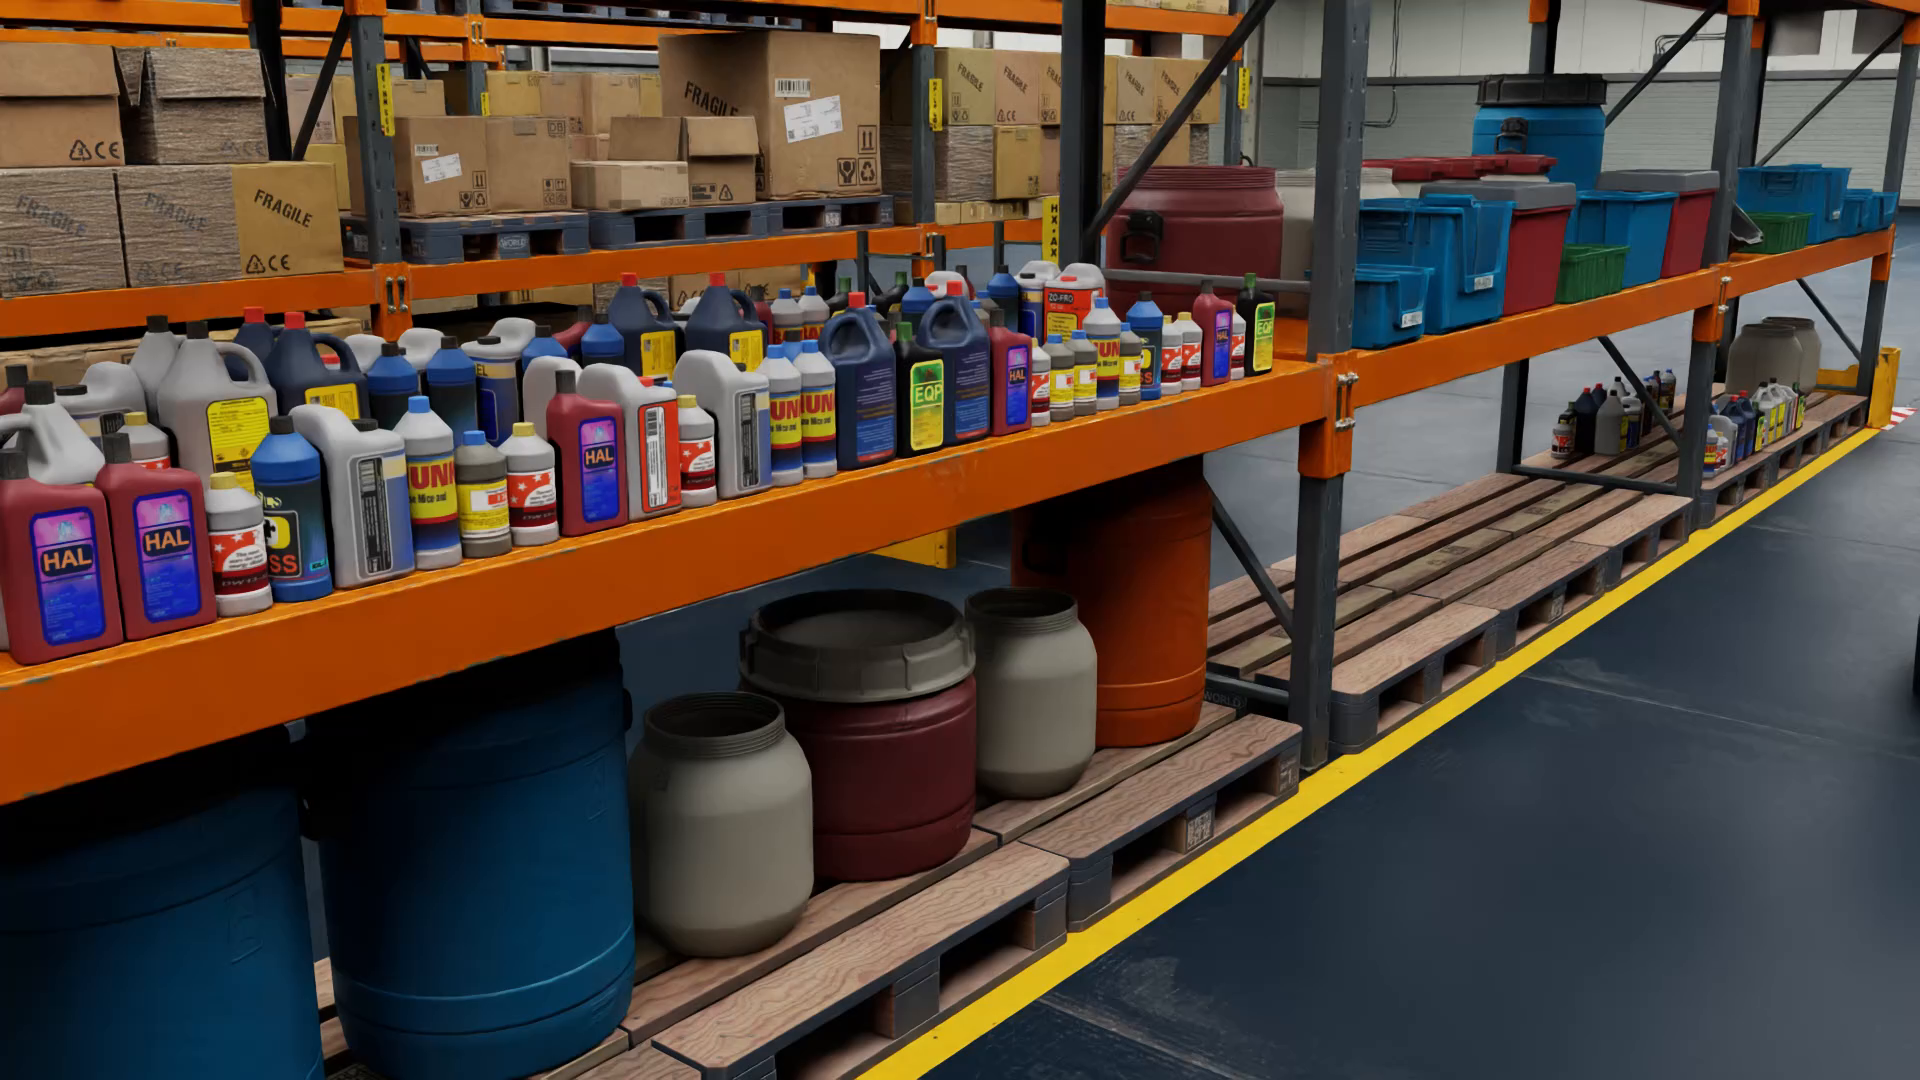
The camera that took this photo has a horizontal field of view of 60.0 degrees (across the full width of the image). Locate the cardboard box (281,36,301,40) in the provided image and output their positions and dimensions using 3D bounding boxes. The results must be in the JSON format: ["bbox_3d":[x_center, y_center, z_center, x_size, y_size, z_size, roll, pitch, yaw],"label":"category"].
[{"bbox_3d":[-7.270,-5.422,17.791,0.380,0.149,0.250,11,18,36],"label":"cardboard box"}]

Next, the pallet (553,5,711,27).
[{"bbox_3d":[-3.097,-4.923,15.496,1.003,0.211,1.213,11,18,38],"label":"pallet"}]

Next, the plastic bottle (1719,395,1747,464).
[{"bbox_3d":[4.091,-0.590,8.841,0.144,0.351,0.185,12,18,39],"label":"plastic bottle"}]

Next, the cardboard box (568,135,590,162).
[{"bbox_3d":[-3.836,-3.378,15.024,0.875,0.550,0.550,11,18,38],"label":"cardboard box"}]

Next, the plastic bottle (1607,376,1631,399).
[{"bbox_3d":[3.765,-0.767,9.535,0.144,0.351,0.185,11,18,37],"label":"plastic bottle"}]

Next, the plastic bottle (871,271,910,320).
[{"bbox_3d":[-0.187,-0.608,4.661,0.061,0.283,0.133,11,18,38],"label":"plastic bottle"}]

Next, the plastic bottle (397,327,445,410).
[{"bbox_3d":[-1.140,-0.296,3.449,0.152,0.276,0.135,11,18,38],"label":"plastic bottle"}]

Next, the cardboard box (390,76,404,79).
[{"bbox_3d":[-6.501,-4.973,18.769,0.700,0.500,0.500,11,18,37],"label":"cardboard box"}]

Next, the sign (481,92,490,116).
[{"bbox_3d":[-3.958,-3.565,13.872,0.100,0.325,0.005,11,18,38],"label":"sign"}]

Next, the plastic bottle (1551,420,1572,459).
[{"bbox_3d":[3.246,-0.545,8.967,0.097,0.201,0.097,0,14,0],"label":"plastic bottle"}]

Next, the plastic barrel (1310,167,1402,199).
[{"bbox_3d":[1.492,-1.170,6.408,0.421,0.512,0.421,0,14,0],"label":"plastic barrel"}]

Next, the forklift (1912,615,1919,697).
[{"bbox_3d":[4.825,-0.728,5.037,3.031,2.935,1.130,8,16,29],"label":"forklift"}]

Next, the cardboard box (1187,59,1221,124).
[{"bbox_3d":[1.769,-3.637,13.509,0.500,0.500,0.500,11,18,38],"label":"cardboard box"}]

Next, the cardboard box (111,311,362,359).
[{"bbox_3d":[-3.556,-0.616,7.918,1.225,0.875,0.875,10,17,35],"label":"cardboard box"}]

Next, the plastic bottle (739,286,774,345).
[{"bbox_3d":[-0.539,-0.501,4.240,0.061,0.283,0.133,11,18,38],"label":"plastic bottle"}]

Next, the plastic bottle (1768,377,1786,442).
[{"bbox_3d":[4.593,-0.744,9.444,0.144,0.351,0.185,12,19,40],"label":"plastic bottle"}]

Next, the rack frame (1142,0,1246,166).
[{"bbox_3d":[1.922,-3.103,14.246,1.000,3.000,0.127,11,18,38],"label":"rack frame"}]

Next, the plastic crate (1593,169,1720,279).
[{"bbox_3d":[3.194,-1.462,7.654,0.402,0.464,0.583,11,18,38],"label":"plastic crate"}]

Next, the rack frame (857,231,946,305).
[{"bbox_3d":[-0.266,-0.646,7.619,0.500,1.500,0.032,11,18,38],"label":"rack frame"}]

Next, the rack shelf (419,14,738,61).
[{"bbox_3d":[-3.129,-4.612,15.555,1.077,0.370,4.000,11,18,38],"label":"rack shelf"}]

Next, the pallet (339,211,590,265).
[{"bbox_3d":[-2.741,-1.631,8.841,1.213,0.211,1.003,11,18,38],"label":"pallet"}]

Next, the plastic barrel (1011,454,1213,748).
[{"bbox_3d":[0.452,0.140,5.034,0.600,0.830,0.708,11,18,38],"label":"plastic barrel"}]

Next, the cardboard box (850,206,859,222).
[{"bbox_3d":[-0.685,-2.302,11.603,0.380,0.149,0.250,11,18,38],"label":"cardboard box"}]

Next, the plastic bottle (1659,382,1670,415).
[{"bbox_3d":[4.328,-0.875,10.264,0.097,0.201,0.097,0,14,0],"label":"plastic bottle"}]

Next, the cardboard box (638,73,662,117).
[{"bbox_3d":[-3.099,-4.094,15.647,0.875,0.550,0.500,11,18,38],"label":"cardboard box"}]

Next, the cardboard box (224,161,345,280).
[{"bbox_3d":[-3.223,-1.487,7.680,0.500,0.500,0.500,12,19,39],"label":"cardboard box"}]

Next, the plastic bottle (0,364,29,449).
[{"bbox_3d":[-1.661,-0.159,2.893,0.061,0.283,0.133,11,18,38],"label":"plastic bottle"}]

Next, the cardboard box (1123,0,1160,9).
[{"bbox_3d":[1.177,-4.160,12.618,0.500,0.250,0.500,12,18,39],"label":"cardboard box"}]

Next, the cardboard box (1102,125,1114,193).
[{"bbox_3d":[0.663,-2.897,12.629,0.875,0.500,0.500,11,18,38],"label":"cardboard box"}]

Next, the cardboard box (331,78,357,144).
[{"bbox_3d":[-5.015,-3.462,13.426,0.700,0.500,0.500,11,18,37],"label":"cardboard box"}]

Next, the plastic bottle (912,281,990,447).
[{"bbox_3d":[-0.027,-0.394,3.683,0.144,0.351,0.185,11,18,38],"label":"plastic bottle"}]

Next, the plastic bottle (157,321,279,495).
[{"bbox_3d":[-1.332,-0.219,2.993,0.144,0.351,0.185,11,18,38],"label":"plastic bottle"}]

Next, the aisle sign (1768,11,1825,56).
[{"bbox_3d":[5.592,-3.656,11.142,0.394,0.787,0.004,11,18,38],"label":"aisle sign"}]

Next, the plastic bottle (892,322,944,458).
[{"bbox_3d":[-0.094,-0.325,3.546,0.061,0.283,0.133,11,18,38],"label":"plastic bottle"}]

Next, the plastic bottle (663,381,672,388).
[{"bbox_3d":[-0.561,-0.209,3.259,0.097,0.201,0.097,0,14,0],"label":"plastic bottle"}]

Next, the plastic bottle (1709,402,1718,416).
[{"bbox_3d":[3.979,-0.613,8.929,0.144,0.351,0.185,11,18,38],"label":"plastic bottle"}]

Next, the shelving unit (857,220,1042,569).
[{"bbox_3d":[0.048,-0.742,7.996,0.587,1.500,1.083,11,18,38],"label":"shelving unit"}]

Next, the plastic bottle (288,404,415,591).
[{"bbox_3d":[-0.950,-0.078,2.591,0.152,0.276,0.135,11,18,38],"label":"plastic bottle"}]

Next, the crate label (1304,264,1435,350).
[{"bbox_3d":[1.303,-0.746,5.308,0.303,0.233,0.416,11,18,38],"label":"crate label"}]

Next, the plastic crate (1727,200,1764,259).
[{"bbox_3d":[3.689,-1.621,8.538,0.767,0.338,0.504,11,18,38],"label":"plastic crate"}]

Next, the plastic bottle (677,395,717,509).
[{"bbox_3d":[-0.504,-0.167,3.093,0.097,0.201,0.097,0,14,0],"label":"plastic bottle"}]

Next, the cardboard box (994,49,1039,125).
[{"bbox_3d":[0.202,-3.157,11.621,0.500,0.500,0.500,11,18,38],"label":"cardboard box"}]

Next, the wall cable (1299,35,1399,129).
[{"bbox_3d":[10.948,-12.918,47.003,3.097,2.526,0.112,11,18,38],"label":"wall cable"}]

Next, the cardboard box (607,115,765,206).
[{"bbox_3d":[-1.609,-2.244,9.803,0.797,0.503,0.637,14,20,43],"label":"cardboard box"}]

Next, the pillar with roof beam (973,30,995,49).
[{"bbox_3d":[3.874,-11.099,33.536,9.100,9.000,0.400,11,18,38],"label":"pillar with roof beam"}]

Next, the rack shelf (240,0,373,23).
[{"bbox_3d":[-4.363,-2.293,6.427,1.077,0.370,4.000,11,18,38],"label":"rack shelf"}]

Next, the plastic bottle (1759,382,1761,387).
[{"bbox_3d":[4.698,-0.786,9.749,0.061,0.283,0.133,11,18,38],"label":"plastic bottle"}]

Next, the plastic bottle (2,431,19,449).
[{"bbox_3d":[-1.588,-0.110,2.869,0.097,0.201,0.097,0,14,0],"label":"plastic bottle"}]

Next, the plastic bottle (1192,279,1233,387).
[{"bbox_3d":[0.679,-0.560,4.474,0.061,0.283,0.133,11,18,38],"label":"plastic bottle"}]

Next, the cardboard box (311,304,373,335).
[{"bbox_3d":[-5.316,-1.920,13.306,1.050,0.750,0.750,11,18,38],"label":"cardboard box"}]

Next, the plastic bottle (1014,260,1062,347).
[{"bbox_3d":[0.223,-0.712,5.084,0.152,0.276,0.135,11,18,38],"label":"plastic bottle"}]

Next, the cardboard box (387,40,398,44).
[{"bbox_3d":[-6.448,-5.666,18.751,0.380,0.149,0.250,11,18,37],"label":"cardboard box"}]

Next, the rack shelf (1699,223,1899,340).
[{"bbox_3d":[4.518,-1.605,9.810,1.077,0.370,4.000,11,18,38],"label":"rack shelf"}]

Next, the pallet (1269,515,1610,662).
[{"bbox_3d":[2.031,0.172,7.017,1.003,0.211,1.213,11,18,38],"label":"pallet"}]

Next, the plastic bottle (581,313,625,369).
[{"bbox_3d":[-0.812,-0.381,3.792,0.097,0.271,0.097,0,14,0],"label":"plastic bottle"}]

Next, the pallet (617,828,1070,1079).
[{"bbox_3d":[-0.484,0.937,4.006,1.003,0.211,1.213,11,18,38],"label":"pallet"}]

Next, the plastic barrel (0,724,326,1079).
[{"bbox_3d":[-1.412,0.673,2.789,0.600,0.901,0.708,11,18,38],"label":"plastic barrel"}]

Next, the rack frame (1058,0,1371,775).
[{"bbox_3d":[0.747,-0.805,5.198,1.000,3.000,0.127,11,18,38],"label":"rack frame"}]

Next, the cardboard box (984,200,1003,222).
[{"bbox_3d":[0.080,-2.308,11.626,0.380,0.149,0.250,11,18,38],"label":"cardboard box"}]

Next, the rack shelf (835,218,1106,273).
[{"bbox_3d":[0.665,-2.371,12.827,1.077,0.370,4.000,11,18,38],"label":"rack shelf"}]
